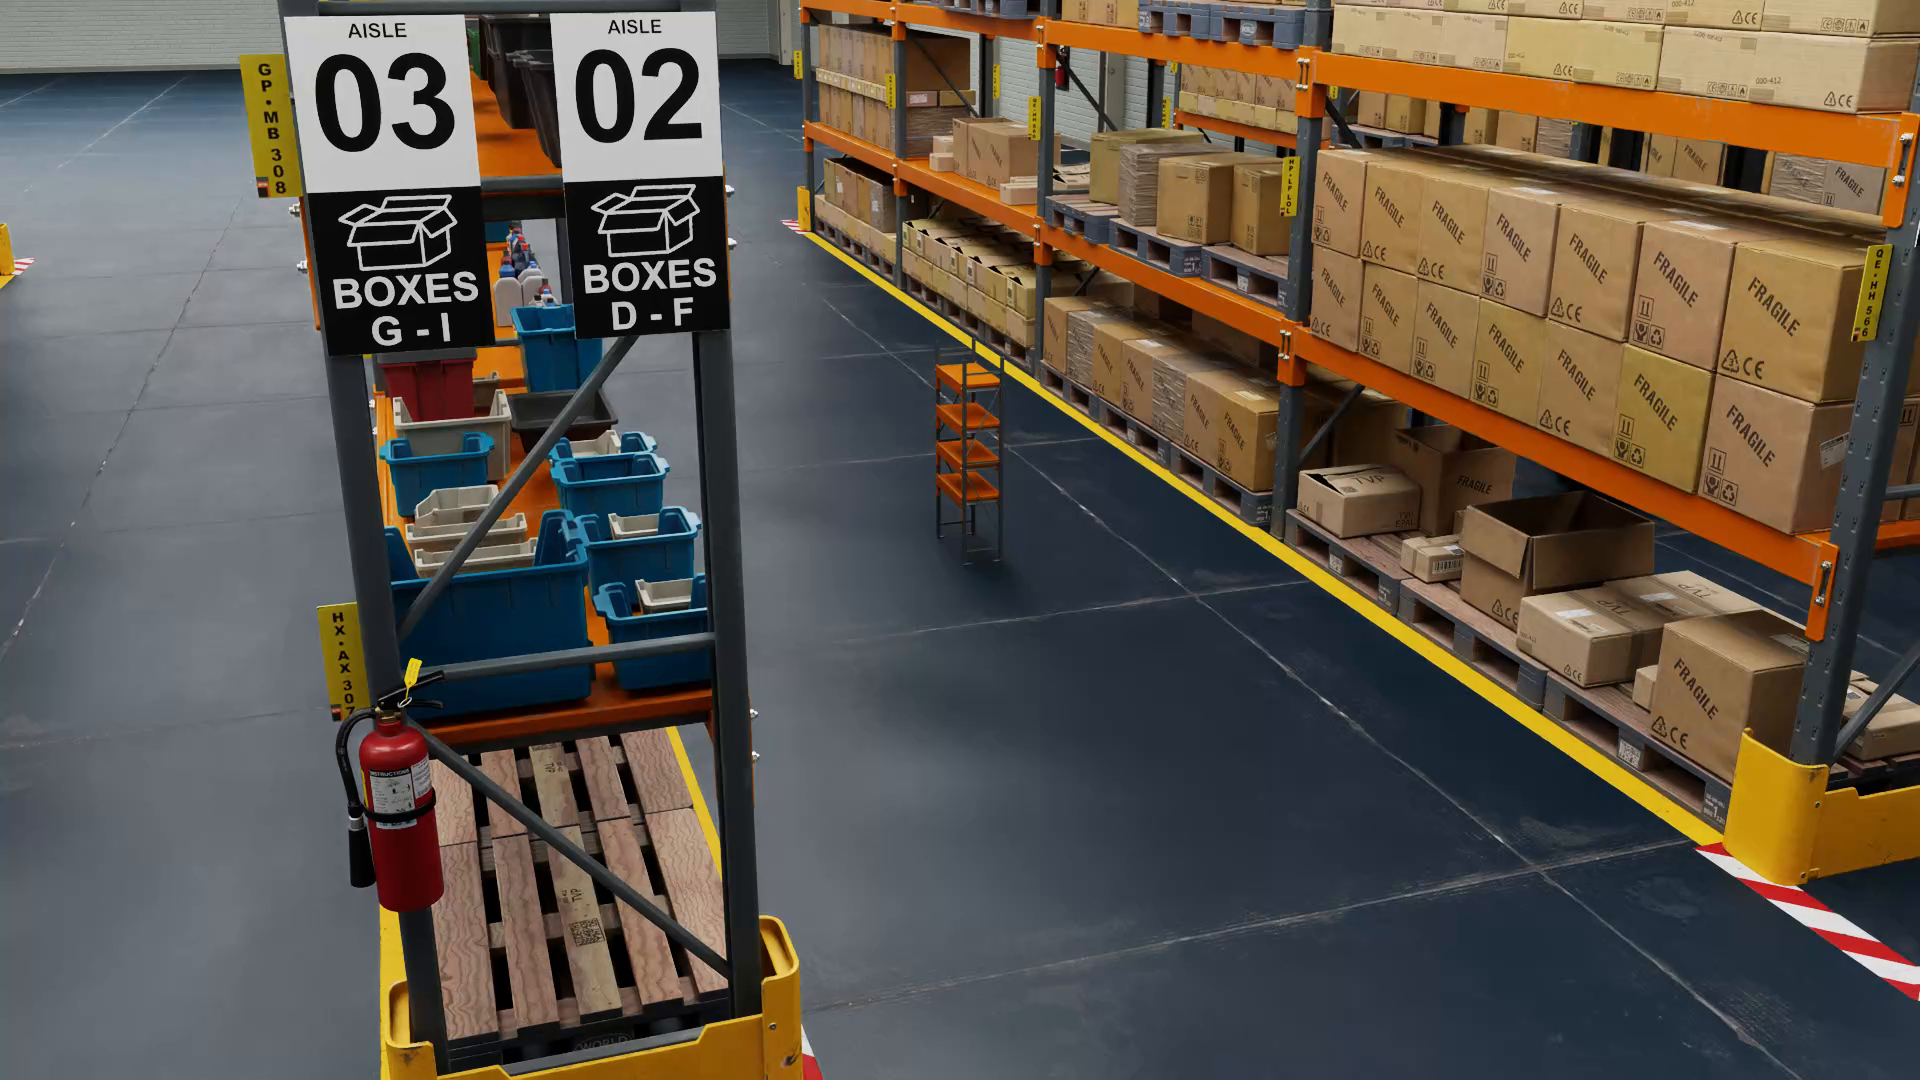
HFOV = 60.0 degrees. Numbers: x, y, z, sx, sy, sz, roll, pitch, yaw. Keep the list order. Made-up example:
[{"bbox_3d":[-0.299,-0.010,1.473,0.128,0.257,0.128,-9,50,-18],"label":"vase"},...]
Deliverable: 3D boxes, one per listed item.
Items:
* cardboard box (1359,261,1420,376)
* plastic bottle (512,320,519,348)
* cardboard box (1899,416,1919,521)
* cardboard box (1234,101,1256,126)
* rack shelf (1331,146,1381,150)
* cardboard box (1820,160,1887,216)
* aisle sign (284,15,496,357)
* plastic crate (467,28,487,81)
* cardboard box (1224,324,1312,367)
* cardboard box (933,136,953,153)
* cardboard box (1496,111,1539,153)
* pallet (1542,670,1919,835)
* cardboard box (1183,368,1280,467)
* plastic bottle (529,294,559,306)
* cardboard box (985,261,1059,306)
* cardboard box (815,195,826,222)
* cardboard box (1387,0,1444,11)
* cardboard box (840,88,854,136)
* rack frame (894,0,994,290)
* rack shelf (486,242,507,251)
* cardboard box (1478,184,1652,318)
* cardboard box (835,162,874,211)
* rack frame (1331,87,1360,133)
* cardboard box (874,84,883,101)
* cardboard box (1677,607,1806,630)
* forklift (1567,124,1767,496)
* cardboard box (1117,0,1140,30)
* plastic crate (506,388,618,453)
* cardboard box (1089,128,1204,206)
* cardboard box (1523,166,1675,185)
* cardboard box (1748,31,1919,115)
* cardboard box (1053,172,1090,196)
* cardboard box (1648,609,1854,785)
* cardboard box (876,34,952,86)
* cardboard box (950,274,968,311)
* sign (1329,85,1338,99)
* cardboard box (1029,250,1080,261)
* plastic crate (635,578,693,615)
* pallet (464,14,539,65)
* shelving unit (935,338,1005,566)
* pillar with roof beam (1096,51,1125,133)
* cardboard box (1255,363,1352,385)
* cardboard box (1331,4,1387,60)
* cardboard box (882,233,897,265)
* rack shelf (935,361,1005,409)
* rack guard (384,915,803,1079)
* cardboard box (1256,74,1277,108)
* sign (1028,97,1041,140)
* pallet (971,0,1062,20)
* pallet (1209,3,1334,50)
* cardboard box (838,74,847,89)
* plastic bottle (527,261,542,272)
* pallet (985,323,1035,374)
[{"bbox_3d":[2.422,-1.166,8.577,0.500,0.500,0.500,-6,21,-16],"label":"cardboard box"},{"bbox_3d":[-2.359,-1.144,8.957,0.097,0.201,0.097,0,20,0],"label":"plastic bottle"},{"bbox_3d":[3.724,-0.409,6.470,0.500,0.500,0.500,-6,21,-16],"label":"cardboard box"},{"bbox_3d":[3.626,-5.110,19.899,0.500,0.250,0.500,-6,21,-17],"label":"cardboard box"},{"bbox_3d":[5.172,-3.590,16.537,1.077,0.370,4.000,-6,21,-17],"label":"rack shelf"},{"bbox_3d":[6.504,-2.483,11.775,0.500,0.500,0.500,-6,21,-17],"label":"cardboard box"},{"bbox_3d":[-1.345,-0.836,3.960,0.394,0.787,0.004,-6,21,-17],"label":"aisle sign"},{"bbox_3d":[-1.927,-2.158,7.364,0.450,0.188,0.662,-6,21,-17],"label":"plastic crate"},{"bbox_3d":[2.121,-1.361,11.205,0.500,0.250,0.500,-6,21,-17],"label":"cardboard box"},{"bbox_3d":[0.038,-3.818,16.332,0.500,0.250,0.500,-5,20,-14],"label":"cardboard box"},{"bbox_3d":[5.442,-3.867,15.446,0.700,0.500,0.500,-8,21,-22],"label":"cardboard box"},{"bbox_3d":[3.338,0.841,7.264,1.003,0.211,1.213,-6,21,-17],"label":"pallet"},{"bbox_3d":[1.782,-0.793,10.735,0.500,0.500,0.500,-6,21,-17],"label":"cardboard box"},{"bbox_3d":[-2.246,-1.198,8.998,0.152,0.276,0.135,-6,21,-17],"label":"plastic bottle"},{"bbox_3d":[0.531,-2.234,14.316,0.500,0.311,0.500,-7,21,-18],"label":"cardboard box"},{"bbox_3d":[-1.458,-4.034,20.156,0.500,0.250,0.500,-6,21,-17],"label":"cardboard box"},{"bbox_3d":[2.432,-2.709,8.066,0.500,0.250,0.500,-6,21,-17],"label":"cardboard box"},{"bbox_3d":[-0.961,-4.894,18.957,0.700,0.500,0.500,-6,21,-17],"label":"cardboard box"},{"bbox_3d":[-0.158,-4.042,16.734,1.000,3.000,0.127,-6,21,-17],"label":"rack frame"},{"bbox_3d":[-4.233,-2.537,13.606,1.077,0.370,4.000,-6,21,-17],"label":"rack shelf"},{"bbox_3d":[2.724,-1.316,7.515,0.500,0.500,0.500,-6,21,-16],"label":"cardboard box"},{"bbox_3d":[-1.130,-4.067,19.140,0.500,0.500,0.500,-6,21,-17],"label":"cardboard box"},{"bbox_3d":[4.543,-4.570,18.202,1.000,3.000,0.127,-6,21,-17],"label":"rack frame"},{"bbox_3d":[-0.691,-4.707,17.476,0.380,0.149,0.250,-6,21,-17],"label":"cardboard box"},{"bbox_3d":[3.555,0.530,7.419,0.500,0.250,0.500,-6,21,-17],"label":"cardboard box"},{"bbox_3d":[4.742,-2.060,11.315,1.130,2.935,3.031,5,20,13],"label":"forklift"},{"bbox_3d":[1.592,-3.751,11.336,0.910,0.500,0.500,-6,21,-17],"label":"cardboard box"},{"bbox_3d":[-1.740,-0.518,7.240,0.437,0.125,0.590,-6,21,-17],"label":"plastic crate"},{"bbox_3d":[1.404,-2.813,12.543,0.700,0.500,0.500,-15,24,-35],"label":"cardboard box"},{"bbox_3d":[3.083,-1.532,8.118,0.500,0.500,0.500,-6,21,-17],"label":"cardboard box"},{"bbox_3d":[3.202,-1.670,5.912,0.500,0.250,0.500,-6,21,-17],"label":"cardboard box"},{"bbox_3d":[1.026,-2.838,13.513,0.500,0.311,0.500,-5,20,-14],"label":"cardboard box"},{"bbox_3d":[3.209,0.630,6.774,0.500,0.500,0.500,-6,21,-17],"label":"cardboard box"},{"bbox_3d":[-0.464,-5.004,17.343,0.700,0.500,0.500,-6,21,-17],"label":"cardboard box"},{"bbox_3d":[0.217,-2.297,15.320,0.500,0.250,0.500,-6,21,-16],"label":"cardboard box"},{"bbox_3d":[4.031,-4.917,17.889,0.100,0.325,0.005,-6,21,-17],"label":"sign"},{"bbox_3d":[0.882,-2.457,14.937,0.500,0.311,0.500,-7,21,-19],"label":"cardboard box"},{"bbox_3d":[-0.877,0.203,5.214,0.250,0.136,0.298,-6,21,-17],"label":"plastic crate"},{"bbox_3d":[-2.686,-2.514,8.321,1.213,0.211,1.003,-6,21,-17],"label":"pallet"},{"bbox_3d":[0.052,-0.512,9.566,0.258,1.200,0.503,-6,21,-17],"label":"shelving unit"},{"bbox_3d":[-1.645,-10.012,24.480,9.100,9.000,0.400,-6,21,-17],"label":"pillar with roof beam"},{"bbox_3d":[2.257,-0.857,10.912,0.500,0.500,0.500,-6,21,-16],"label":"cardboard box"},{"bbox_3d":[2.274,-2.634,8.597,0.500,0.250,0.500,-6,21,-17],"label":"cardboard box"},{"bbox_3d":[-0.511,-3.072,17.477,0.500,0.250,0.500,-6,21,-17],"label":"cardboard box"},{"bbox_3d":[0.052,-0.881,9.433,0.258,0.148,0.480,-6,21,-17],"label":"rack shelf"},{"bbox_3d":[-1.070,1.516,4.955,1.175,0.500,0.348,-6,21,-17],"label":"rack guard"},{"bbox_3d":[3.791,-5.303,19.326,0.500,0.500,0.500,-7,21,-19],"label":"cardboard box"},{"bbox_3d":[0.573,-3.244,12.797,0.100,0.325,0.005,-6,21,-17],"label":"sign"},{"bbox_3d":[0.801,-4.290,13.265,1.213,0.211,1.003,-5,20,-15],"label":"pallet"},{"bbox_3d":[2.218,-3.015,9.714,1.213,0.211,1.003,-6,21,-17],"label":"pallet"},{"bbox_3d":[-1.171,-5.198,18.845,0.380,0.149,0.250,-7,21,-19],"label":"cardboard box"},{"bbox_3d":[-2.536,-1.521,9.905,0.097,0.271,0.097,0,20,0],"label":"plastic bottle"},{"bbox_3d":[0.877,-1.715,14.378,1.003,0.211,1.213,-6,21,-17],"label":"pallet"}]
